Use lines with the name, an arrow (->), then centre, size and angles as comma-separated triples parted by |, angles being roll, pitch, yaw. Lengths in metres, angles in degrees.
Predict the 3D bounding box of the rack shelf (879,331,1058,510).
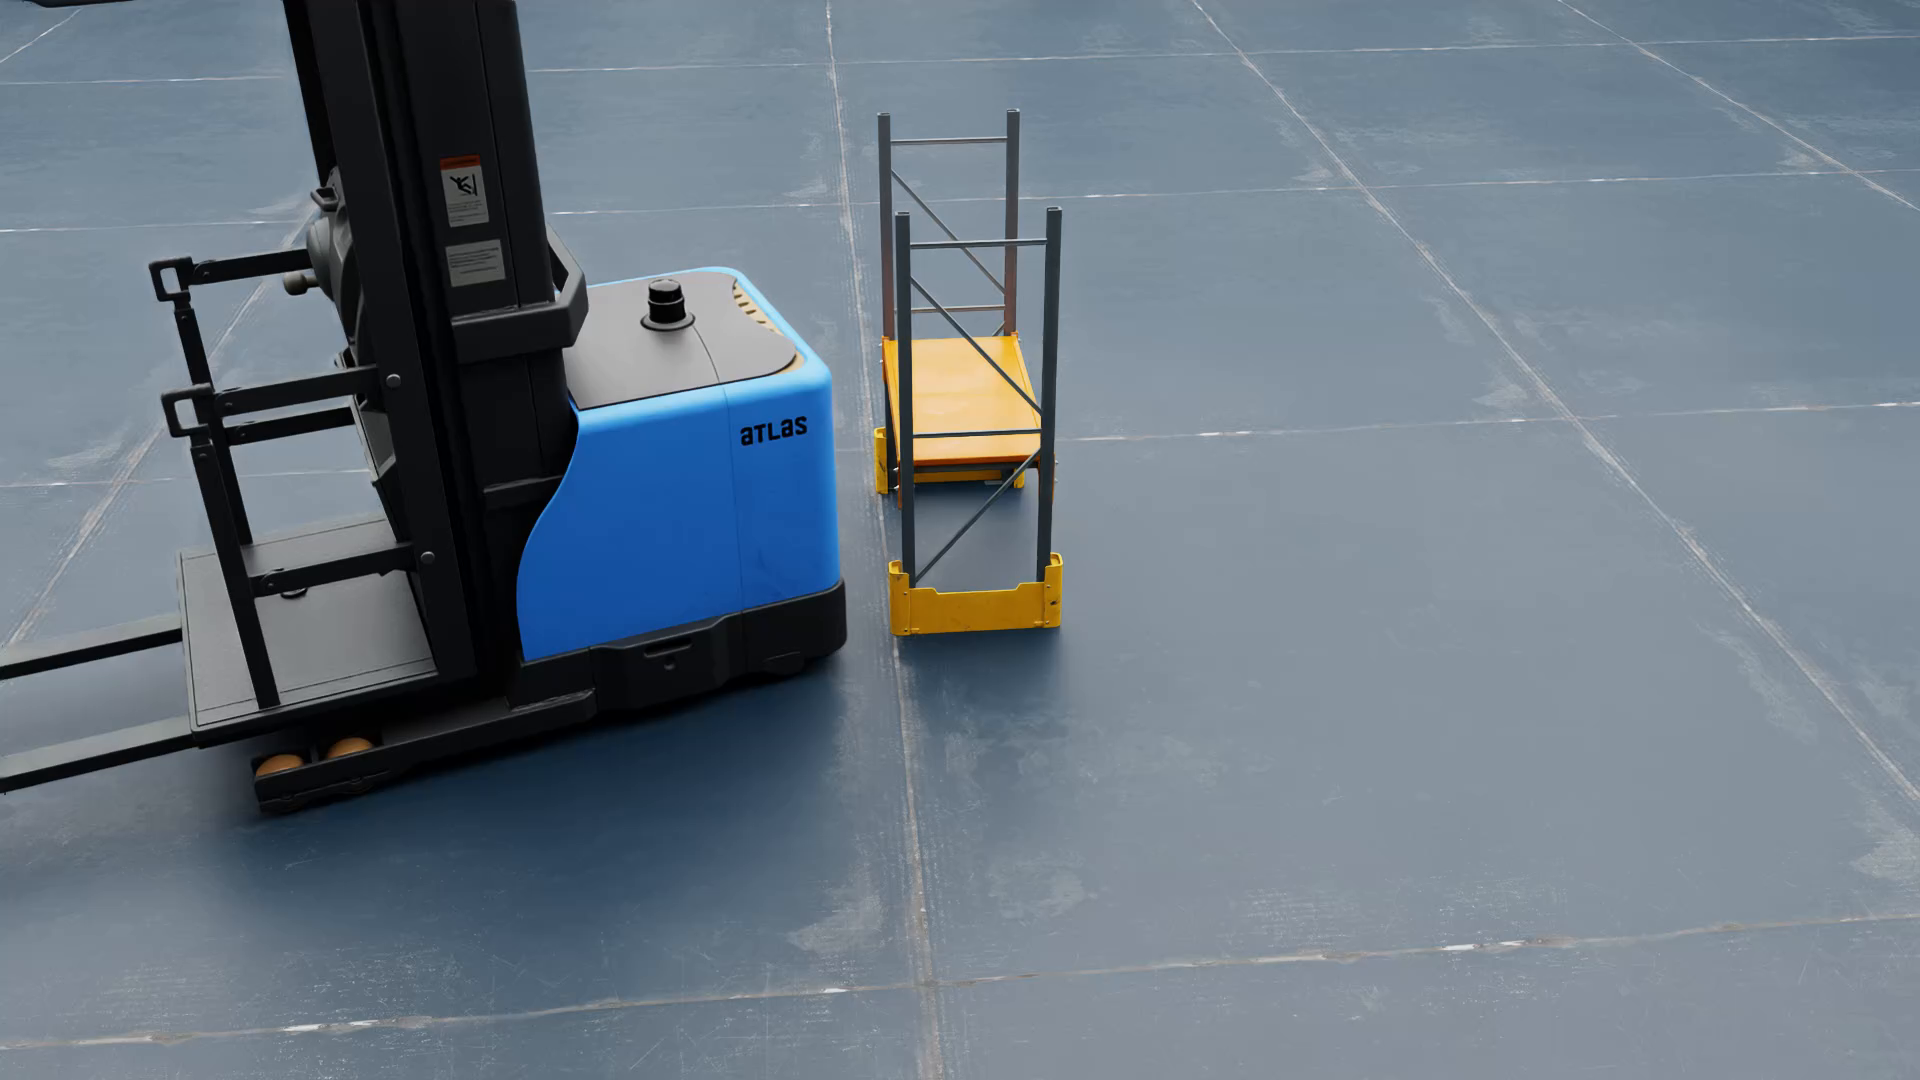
rack shelf -> 0.008, -0.446, 5.885 | 0.538, 0.185, 1.000 | -3, 31, -5

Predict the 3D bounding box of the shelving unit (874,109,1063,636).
shelving unit -> 0.007, -0.605, 5.800 | 0.587, 1.500, 1.083 | -3, 31, -5

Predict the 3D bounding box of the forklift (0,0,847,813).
forklift -> -1.939, -0.766, 4.674 | 3.031, 2.935, 1.130 | -13, 33, -21

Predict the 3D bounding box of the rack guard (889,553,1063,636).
rack guard -> 0.054, 0.186, 5.695 | 0.587, 0.250, 0.087 | -3, 31, -5

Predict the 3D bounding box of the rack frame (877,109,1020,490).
rack frame -> -0.040, -0.860, 6.227 | 0.500, 1.500, 0.032 | -3, 31, -5

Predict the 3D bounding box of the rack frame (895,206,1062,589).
rack frame -> 0.055, -0.341, 5.358 | 0.500, 1.500, 0.032 | -3, 31, -5

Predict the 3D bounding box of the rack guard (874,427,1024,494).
rack guard -> -0.039, -0.323, 6.546 | 0.587, 0.250, 0.087 | -3, 31, -5
